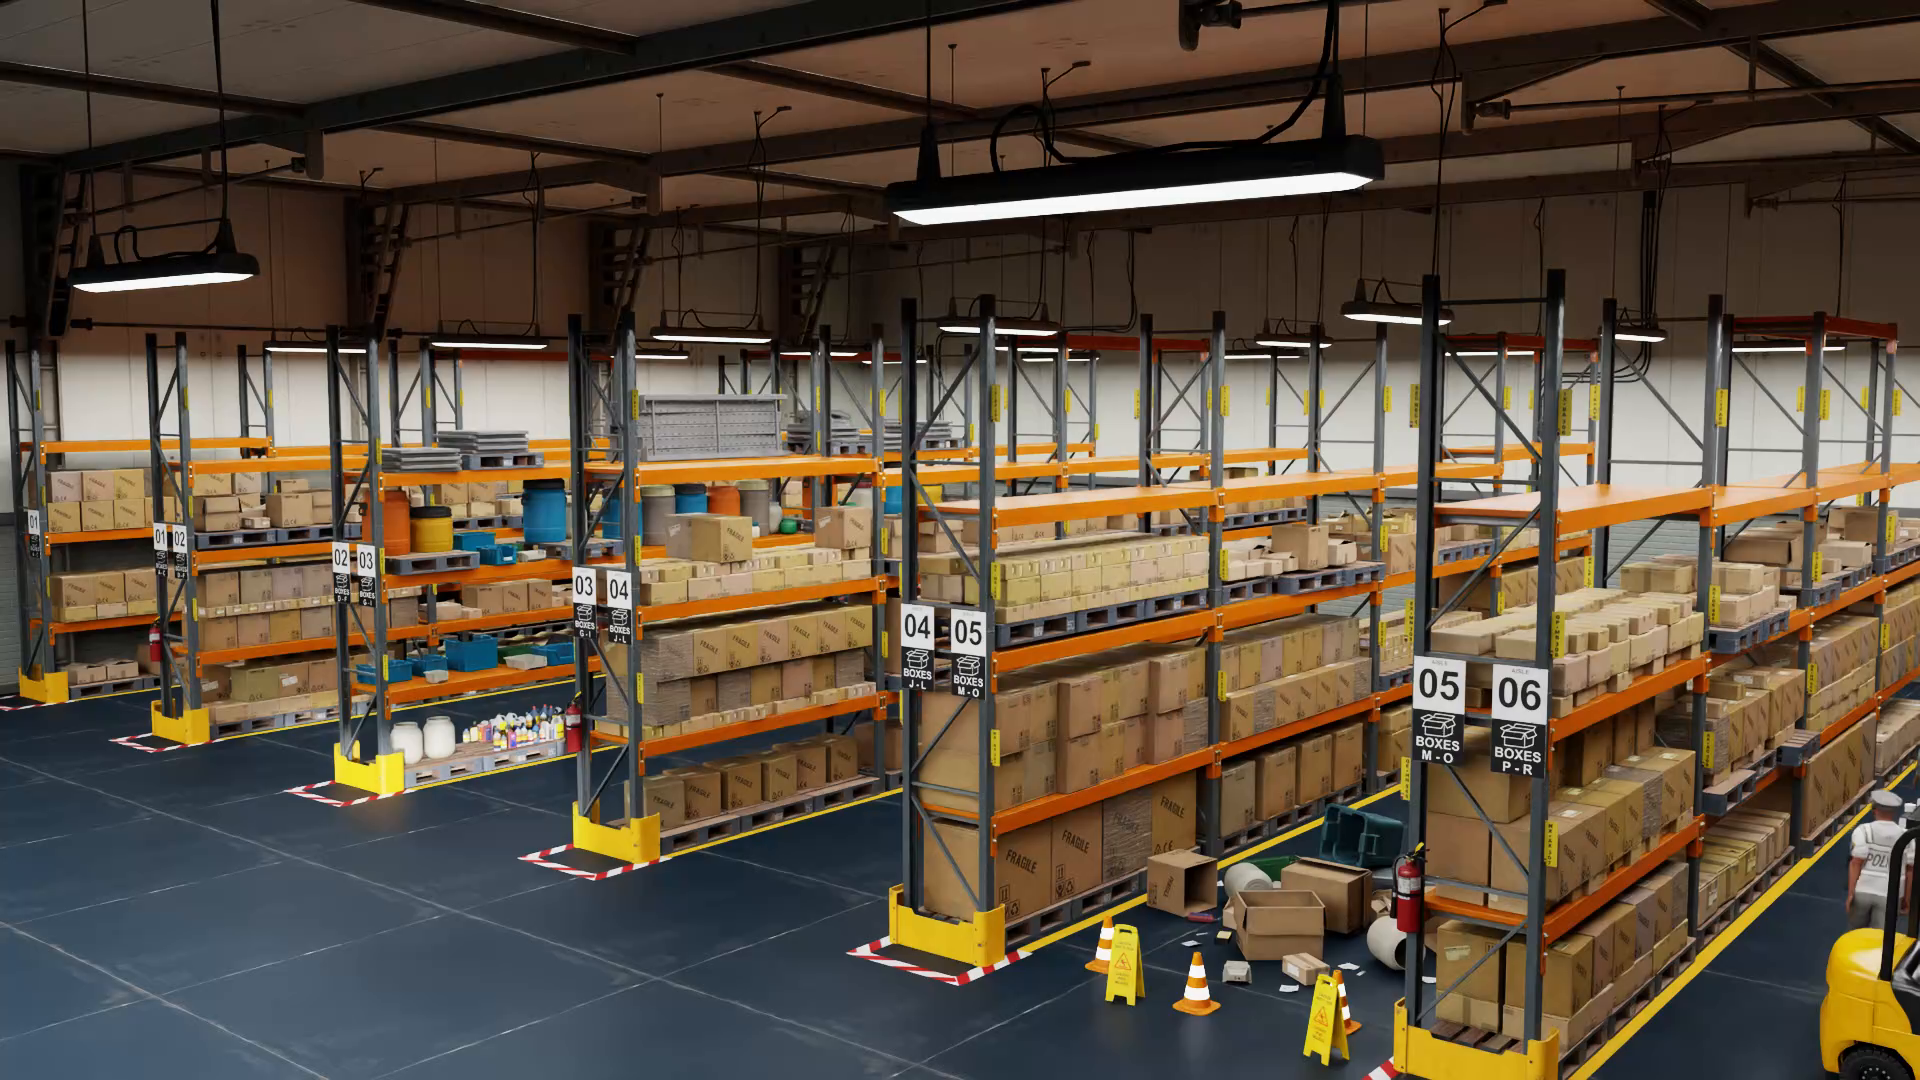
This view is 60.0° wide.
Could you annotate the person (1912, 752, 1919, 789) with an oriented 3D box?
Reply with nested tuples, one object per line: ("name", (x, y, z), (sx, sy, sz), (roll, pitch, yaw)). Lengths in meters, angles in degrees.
("person", (10.799, 2.667, 18.180), (0.600, 1.751, 0.634), (1, 5, 15))

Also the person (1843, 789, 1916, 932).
("person", (7.794, 3.051, 14.116), (0.541, 1.827, 0.599), (4, 6, 34))
